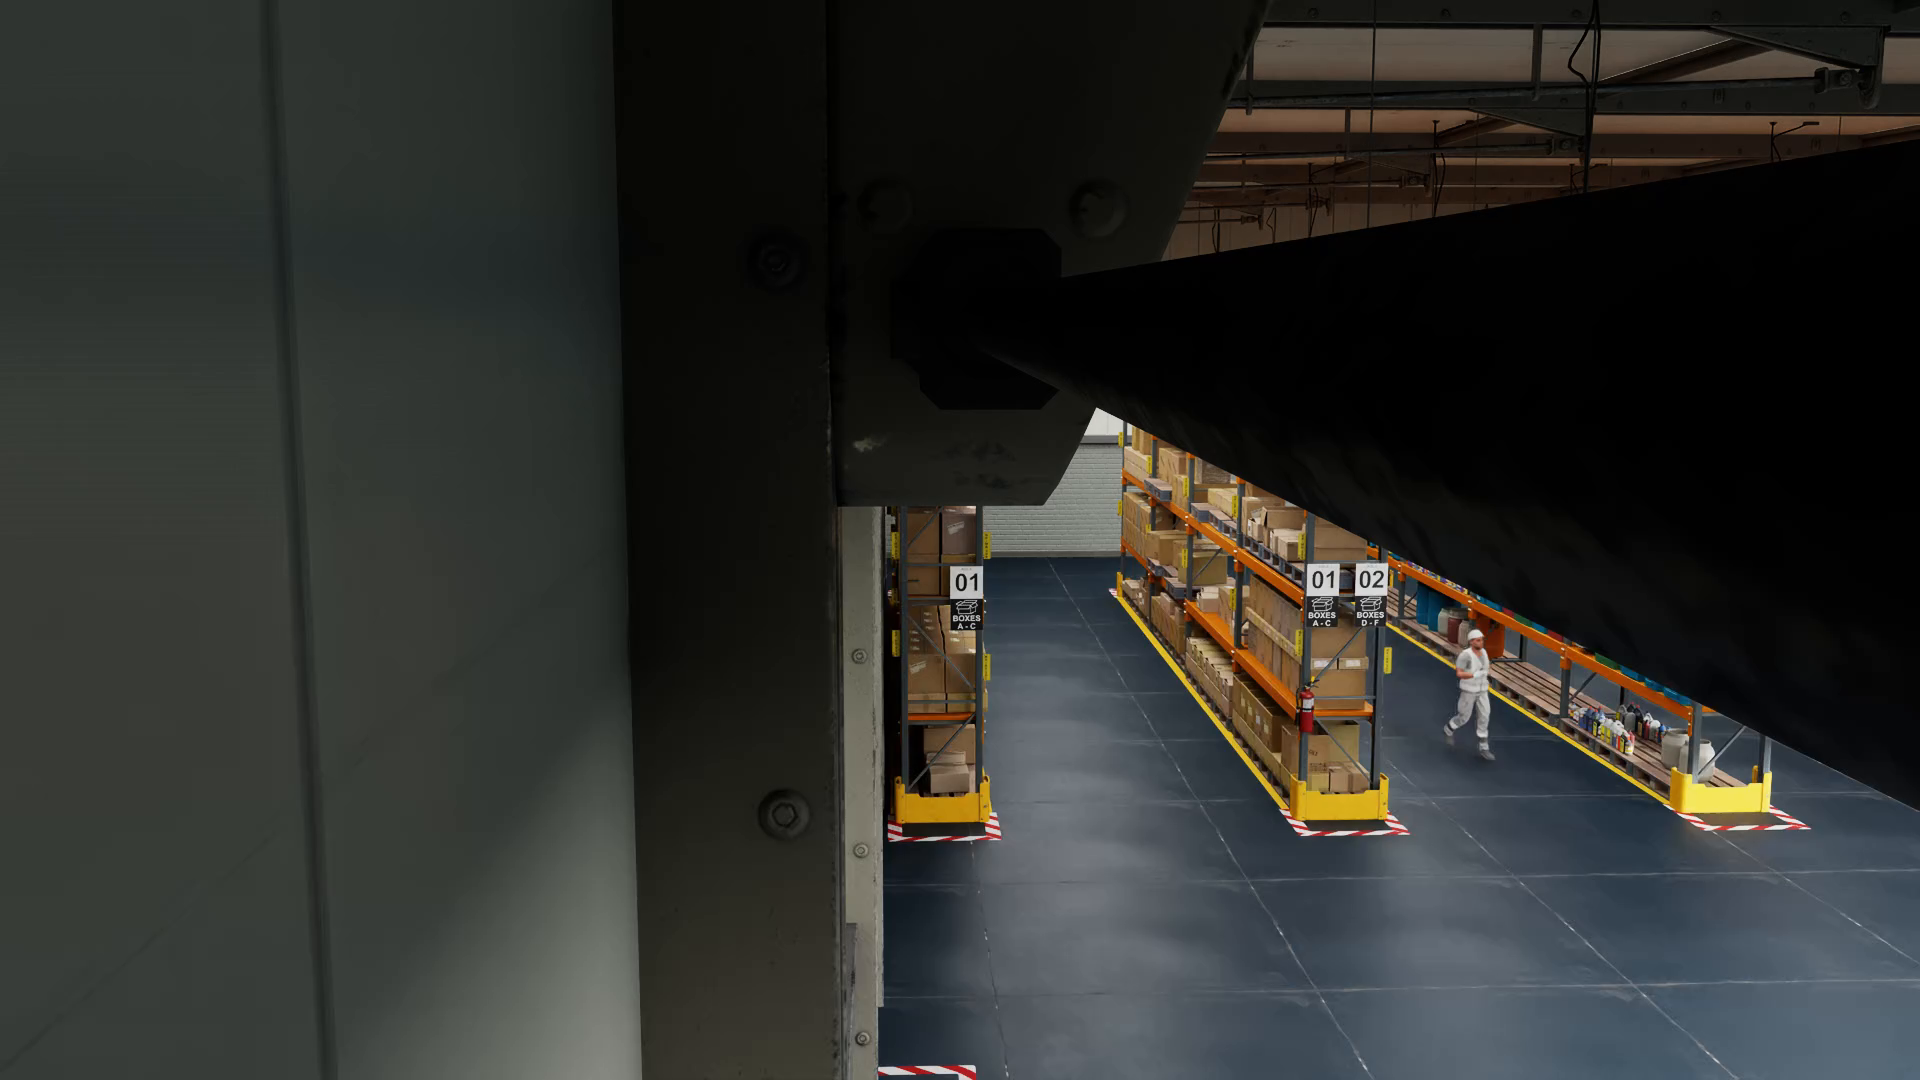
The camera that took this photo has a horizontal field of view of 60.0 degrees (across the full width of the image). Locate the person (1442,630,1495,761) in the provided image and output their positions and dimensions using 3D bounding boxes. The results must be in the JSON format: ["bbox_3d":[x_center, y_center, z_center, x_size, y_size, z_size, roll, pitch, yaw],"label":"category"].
[{"bbox_3d":[7.207,2.133,23.427,0.672,1.782,0.961,-4,9,-24],"label":"person"}]
